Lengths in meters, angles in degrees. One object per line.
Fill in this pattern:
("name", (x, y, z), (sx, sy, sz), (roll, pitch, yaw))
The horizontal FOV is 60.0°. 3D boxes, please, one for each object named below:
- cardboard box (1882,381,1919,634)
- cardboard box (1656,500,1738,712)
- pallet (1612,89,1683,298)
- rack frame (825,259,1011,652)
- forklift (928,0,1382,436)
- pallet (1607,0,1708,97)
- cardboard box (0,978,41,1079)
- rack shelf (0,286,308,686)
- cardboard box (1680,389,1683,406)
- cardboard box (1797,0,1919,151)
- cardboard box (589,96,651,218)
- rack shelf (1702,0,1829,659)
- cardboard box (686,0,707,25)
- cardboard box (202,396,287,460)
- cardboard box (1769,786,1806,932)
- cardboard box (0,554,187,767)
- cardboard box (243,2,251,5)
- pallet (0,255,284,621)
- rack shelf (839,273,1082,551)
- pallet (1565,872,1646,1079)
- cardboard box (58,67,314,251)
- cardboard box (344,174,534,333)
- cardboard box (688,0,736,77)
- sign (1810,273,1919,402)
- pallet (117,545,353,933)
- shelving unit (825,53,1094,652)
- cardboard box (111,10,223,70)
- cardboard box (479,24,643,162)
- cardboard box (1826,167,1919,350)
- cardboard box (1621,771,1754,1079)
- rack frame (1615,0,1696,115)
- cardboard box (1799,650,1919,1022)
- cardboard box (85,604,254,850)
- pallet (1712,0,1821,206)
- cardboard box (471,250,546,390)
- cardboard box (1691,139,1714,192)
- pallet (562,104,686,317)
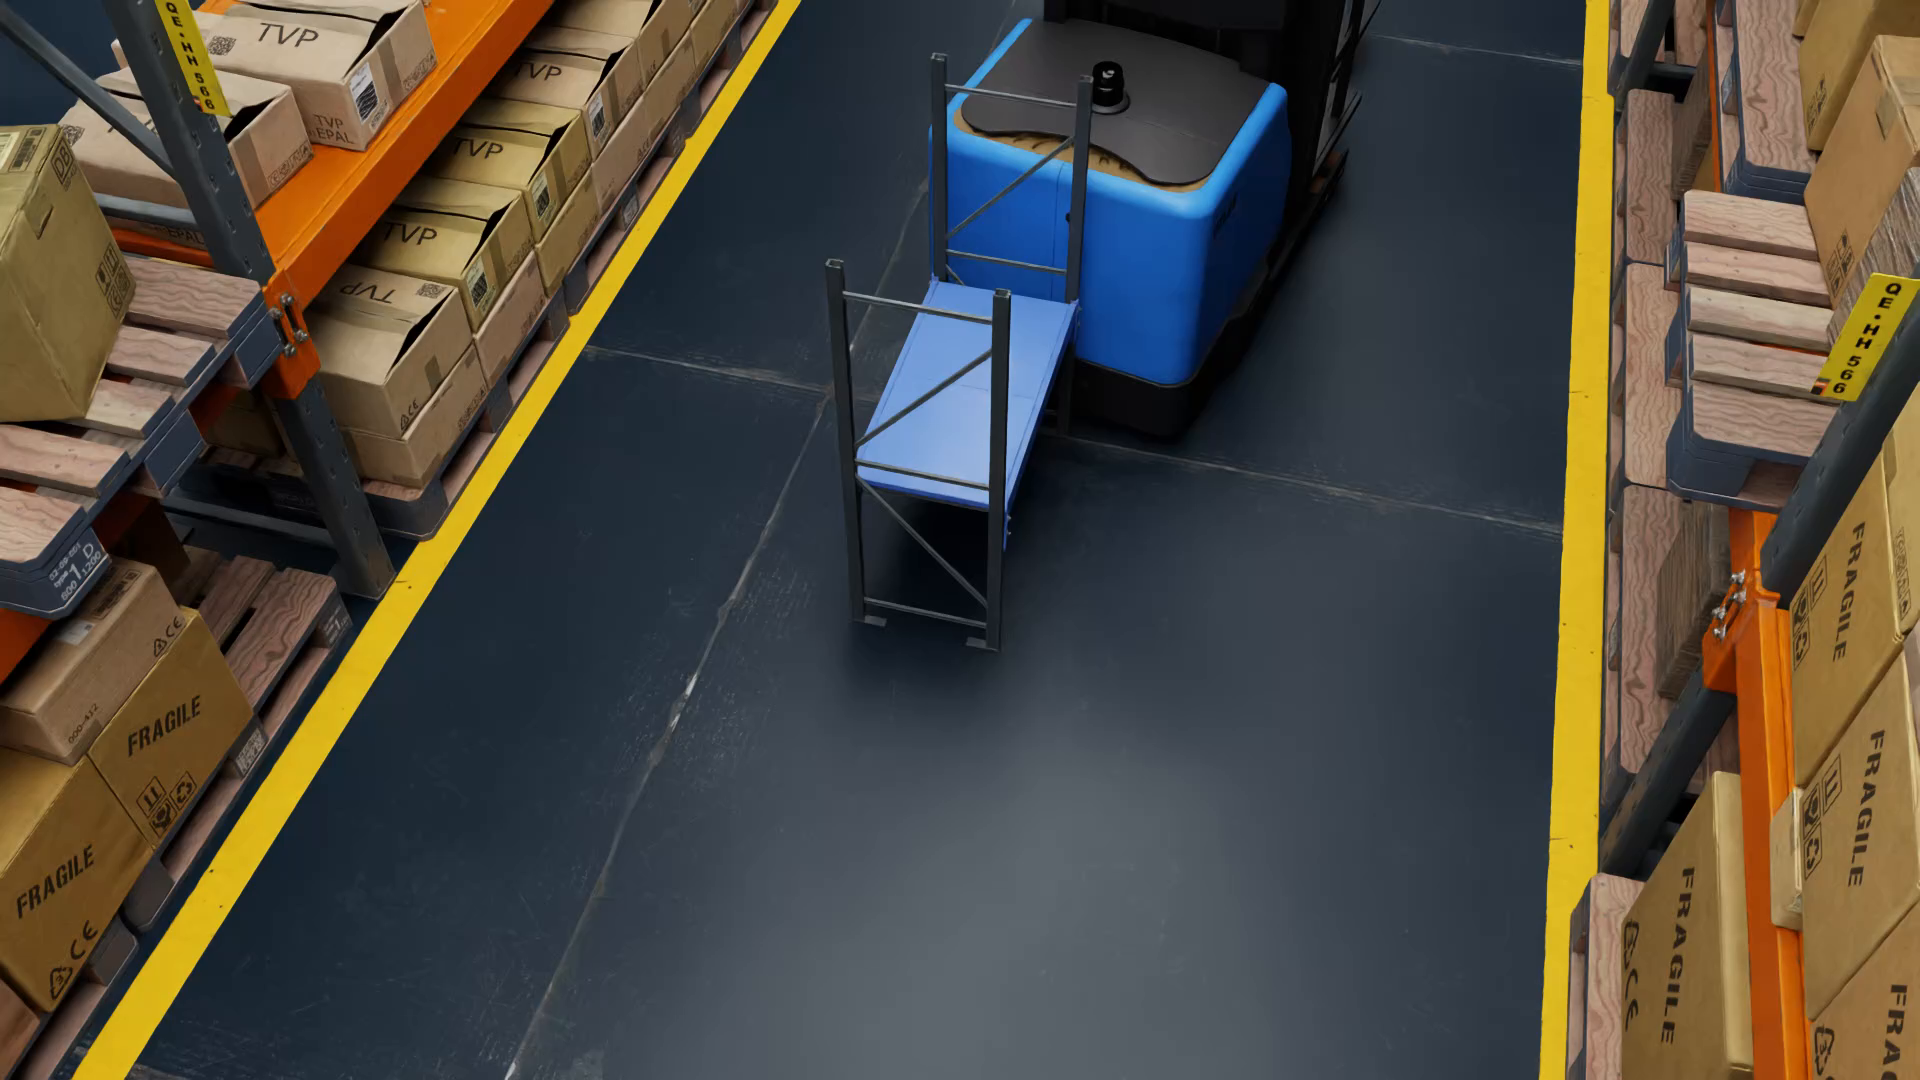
("cardboard box", (1.997, -0.039, 3.005), (0.500, 0.250, 0.500), (13, 50, 11))
("cardboard box", (2.512, 0.199, 4.947), (0.700, 0.500, 0.500), (12, 50, 11))
("pallet", (3.222, -1.358, 6.808), (1.003, 0.211, 1.213), (12, 50, 10))
("rack frame", (-0.111, -0.190, 4.918), (0.500, 1.500, 0.032), (12, 50, 10))
("forklift", (0.983, -2.461, 5.967), (1.130, 2.935, 3.031), (20, 52, 17))
("pallet", (3.568, -2.415, 7.740), (1.003, 0.211, 1.213), (12, 50, 10))
("cardboard box", (-2.696, 1.233, 4.035), (0.500, 0.500, 0.500), (10, 49, 9))
("rack shelf", (-2.934, 0.759, 3.560), (1.077, 0.370, 4.000), (12, 50, 10))
("cardboard box", (2.863, -0.515, 5.578), (0.700, 0.500, 0.500), (11, 50, 10))
("cardboard box", (2.793, -1.377, 4.605), (0.700, 0.500, 0.500), (12, 50, 10))
("cardboard box", (-1.589, -1.588, 6.705), (0.500, 0.250, 0.500), (12, 50, 11))
("rack shelf", (2.899, -1.160, 5.253), (1.077, 0.370, 4.000), (12, 50, 10))
("cardboard box", (-1.316, -2.507, 7.142), (0.500, 0.311, 0.500), (13, 50, 11))
("cardboard box", (-2.504, -0.584, 5.818), (0.500, 0.250, 0.500), (13, 50, 11))
("cardboard box", (1.836, 0.674, 3.309), (0.380, 0.149, 0.250), (13, 50, 11))
("cardboard box", (-2.438, 0.272, 4.383), (0.500, 0.250, 0.500), (13, 50, 11))
("cardboard box", (-2.126, -1.776, 5.485), (0.380, 0.149, 0.250), (15, 50, 13))
("pallet", (-2.518, -0.358, 4.194), (1.213, 0.211, 1.003), (12, 50, 10))
("rack shelf", (0.022, -0.439, 5.377), (0.538, 0.185, 1.000), (12, 50, 10))
("pallet", (2.092, 1.527, 4.262), (1.003, 0.211, 1.213), (12, 50, 10))
("cardboard box", (-2.270, -1.151, 4.825), (0.500, 0.311, 0.500), (14, 50, 12))
("cardboard box", (-1.856, -1.043, 5.850), (0.500, 0.311, 0.500), (10, 49, 9))
("cardboard box", (-1.319, -2.326, 7.356), (0.500, 0.250, 0.500), (11, 49, 9))
("sign", (1.846, -0.408, 3.390), (0.100, 0.325, 0.005), (12, 50, 10))
("pallet", (-2.641, 0.529, 5.142), (1.003, 0.211, 1.213), (12, 50, 10))
("shelving unit", (0.022, -0.558, 5.242), (0.538, 1.500, 1.048), (12, 50, 10))
("cardboard box", (-2.437, -1.548, 5.283), (0.380, 0.149, 0.250), (12, 50, 10))
("cardboard box", (-1.585, -1.784, 6.503), (0.500, 0.311, 0.500), (11, 49, 10))
("cardboard box", (2.487, -0.472, 3.806), (0.700, 0.500, 0.500), (6, 49, 6))
("cardboard box", (2.052, 1.127, 3.908), (0.750, 0.750, 0.750), (11, 49, 10))
("rack frame", (3.425, -2.844, 6.260), (1.000, 3.000, 0.127), (12, 50, 10))
("cardboard box", (1.851, 0.588, 2.952), (0.500, 0.500, 0.500), (13, 50, 11))
("cardboard box", (-2.427, 0.478, 4.701), (0.500, 0.500, 0.500), (13, 50, 12))
("pallet", (2.854, -1.328, 5.049), (1.003, 0.211, 1.213), (12, 50, 10))
("cardboard box", (-1.855, -0.840, 6.044), (0.500, 0.250, 0.500), (10, 49, 9))
("cardboard box", (3.160, -1.244, 6.221), (0.700, 0.500, 0.500), (11, 49, 9))
("pallet", (-1.830, -1.471, 6.907), (1.003, 0.211, 1.213), (12, 50, 10))
